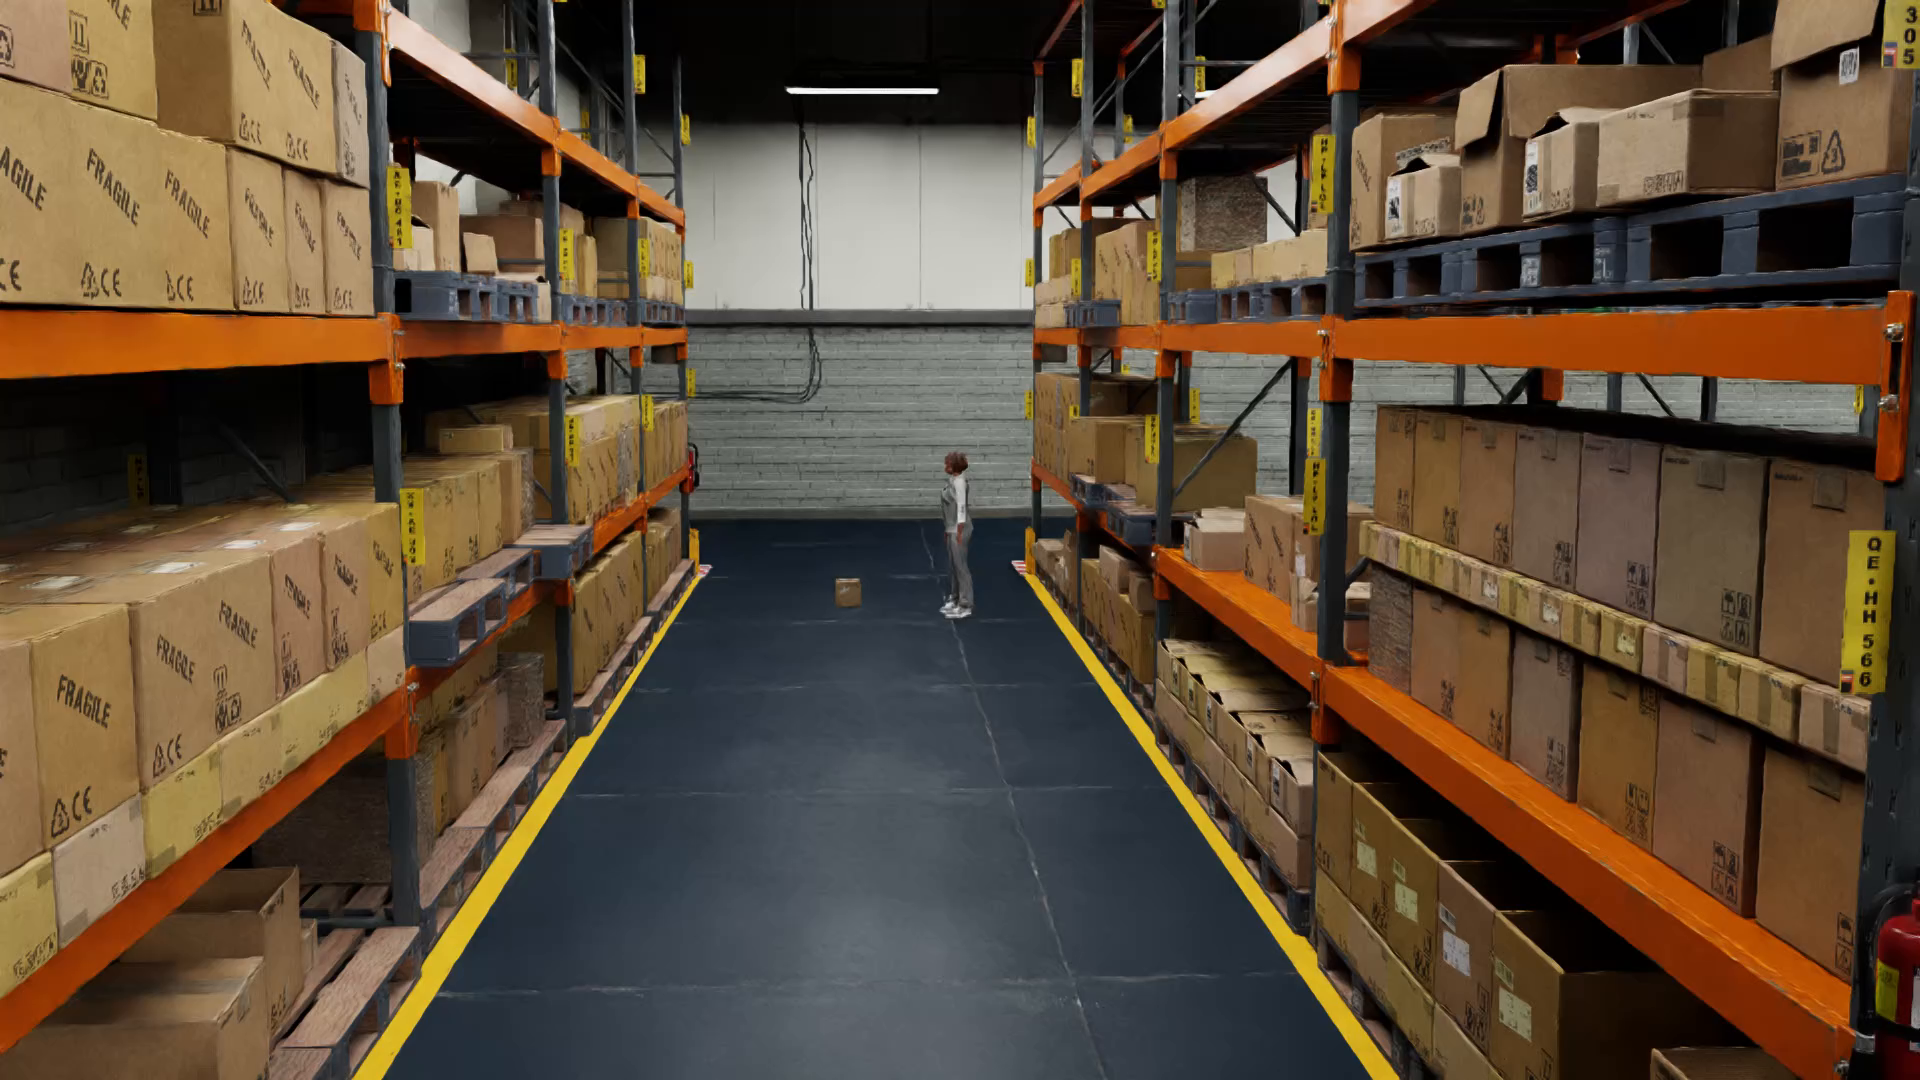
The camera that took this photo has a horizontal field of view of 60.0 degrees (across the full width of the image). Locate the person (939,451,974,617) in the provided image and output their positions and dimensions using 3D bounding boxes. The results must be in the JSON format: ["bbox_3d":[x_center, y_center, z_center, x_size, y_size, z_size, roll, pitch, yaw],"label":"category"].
[{"bbox_3d":[-0.032,-0.067,16.233,0.341,1.600,0.447,-1,7,-5],"label":"person"}]
